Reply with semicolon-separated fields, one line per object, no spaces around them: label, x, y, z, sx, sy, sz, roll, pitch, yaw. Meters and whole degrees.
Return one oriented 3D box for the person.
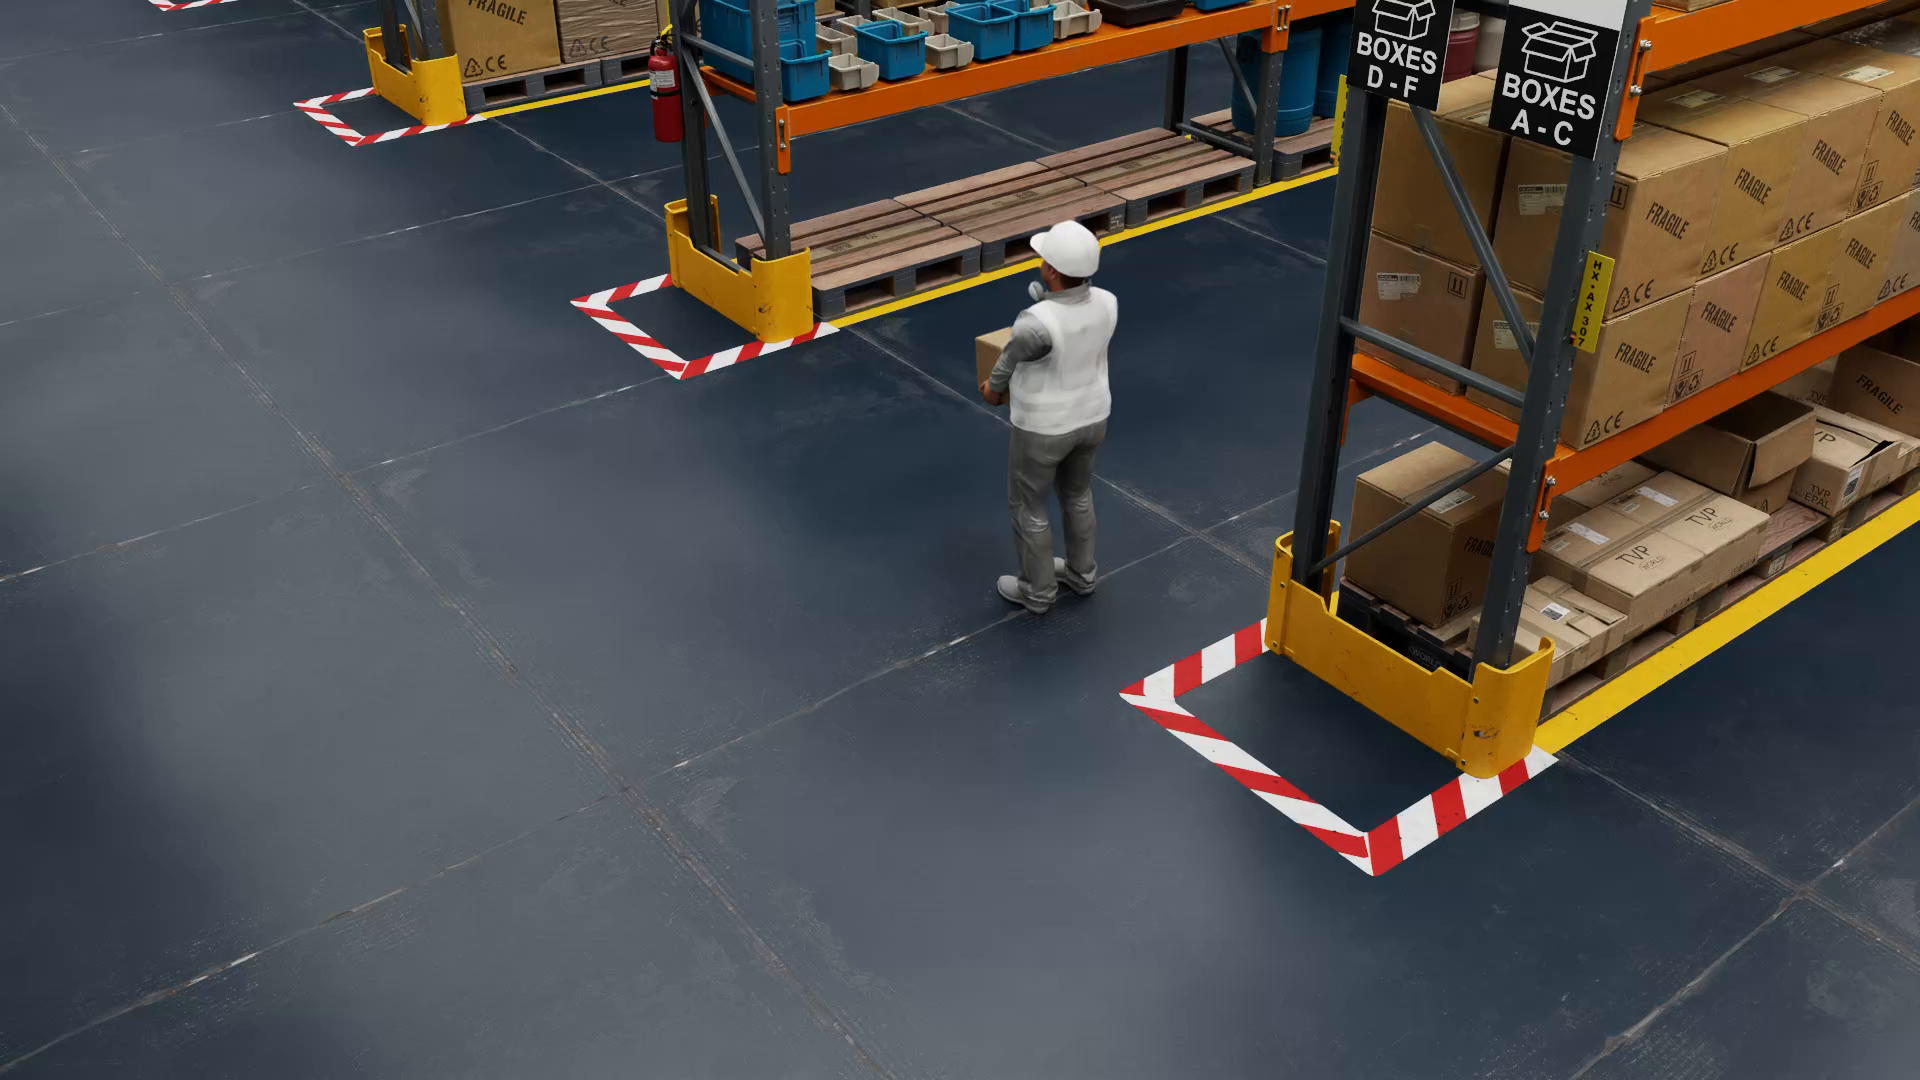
person;0.341;-0.541;6.987;0.494;1.763;0.549;-21;38;-30
